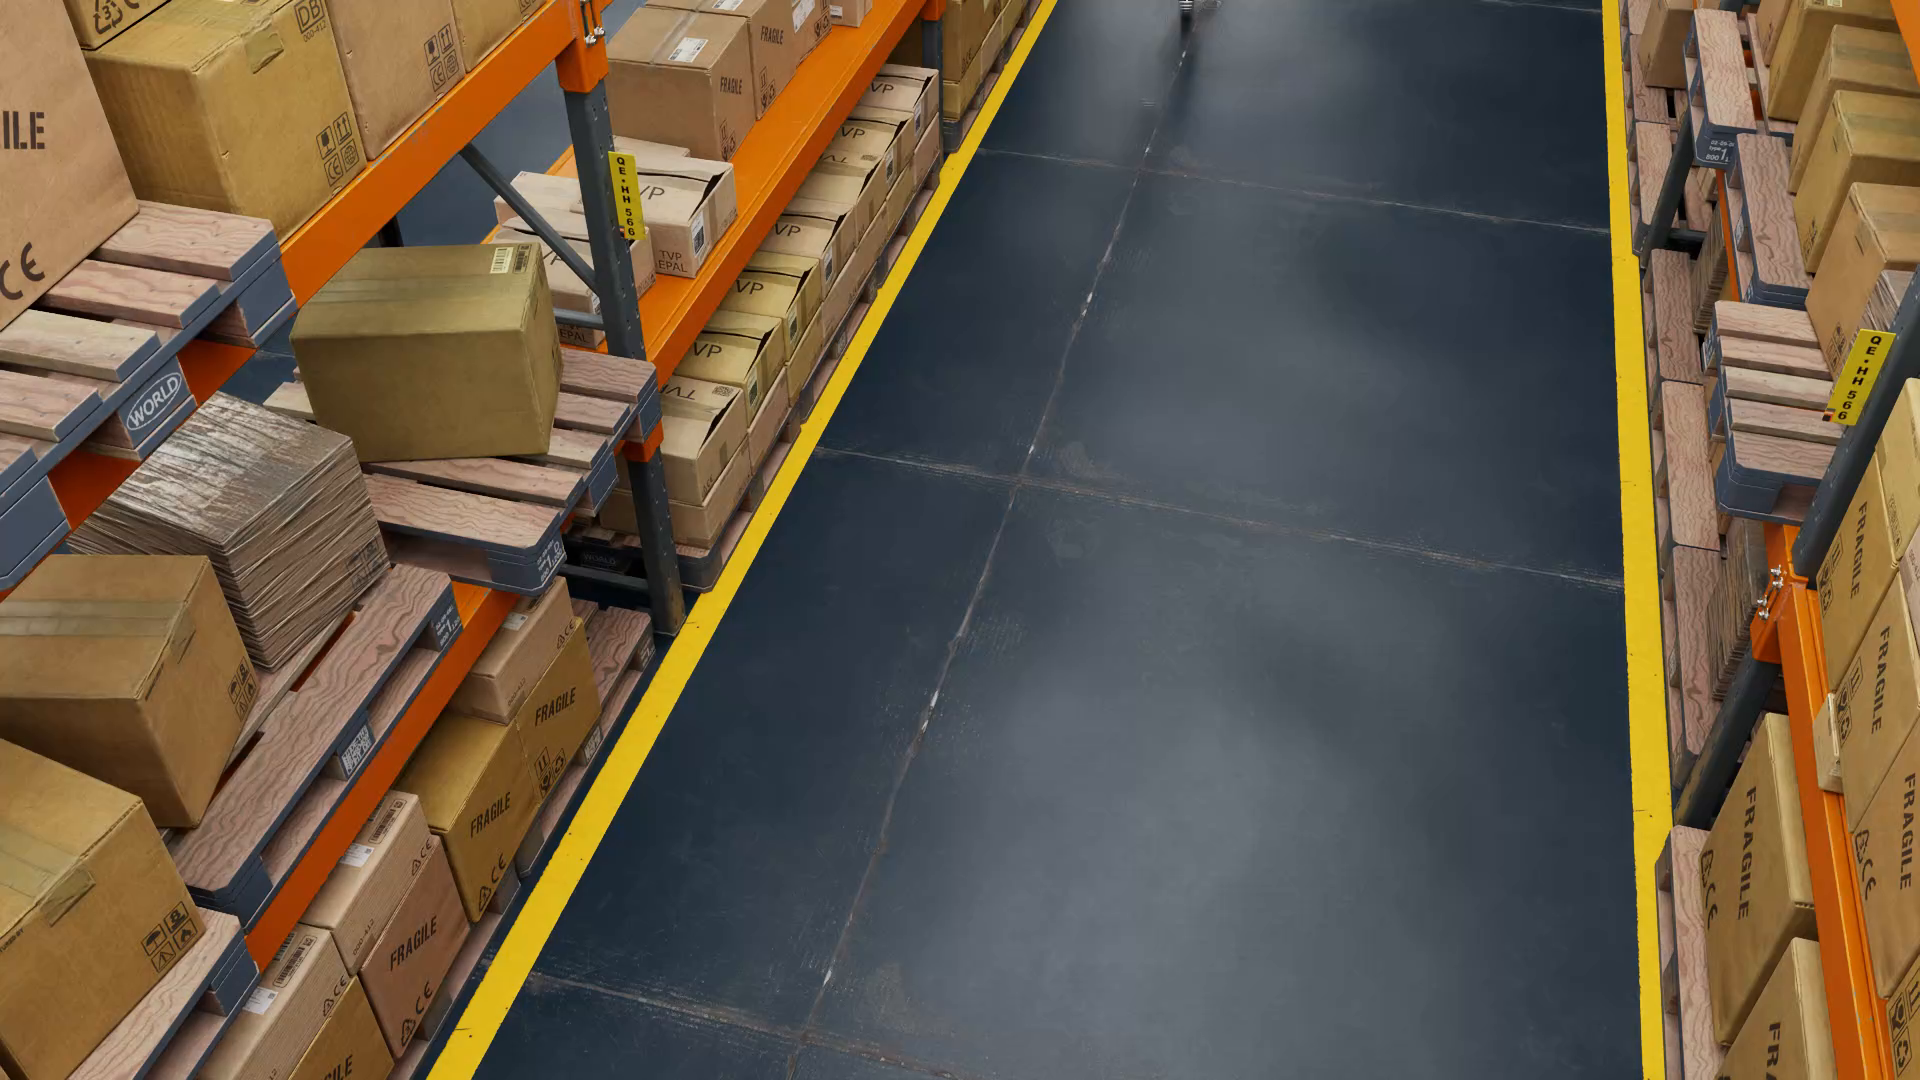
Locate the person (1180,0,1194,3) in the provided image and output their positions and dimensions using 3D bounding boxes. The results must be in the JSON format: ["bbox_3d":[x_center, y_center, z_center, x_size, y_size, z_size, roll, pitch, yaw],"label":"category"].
[{"bbox_3d":[1.688,-4.439,11.162,0.406,1.544,0.938,9,42,10],"label":"person"}]
